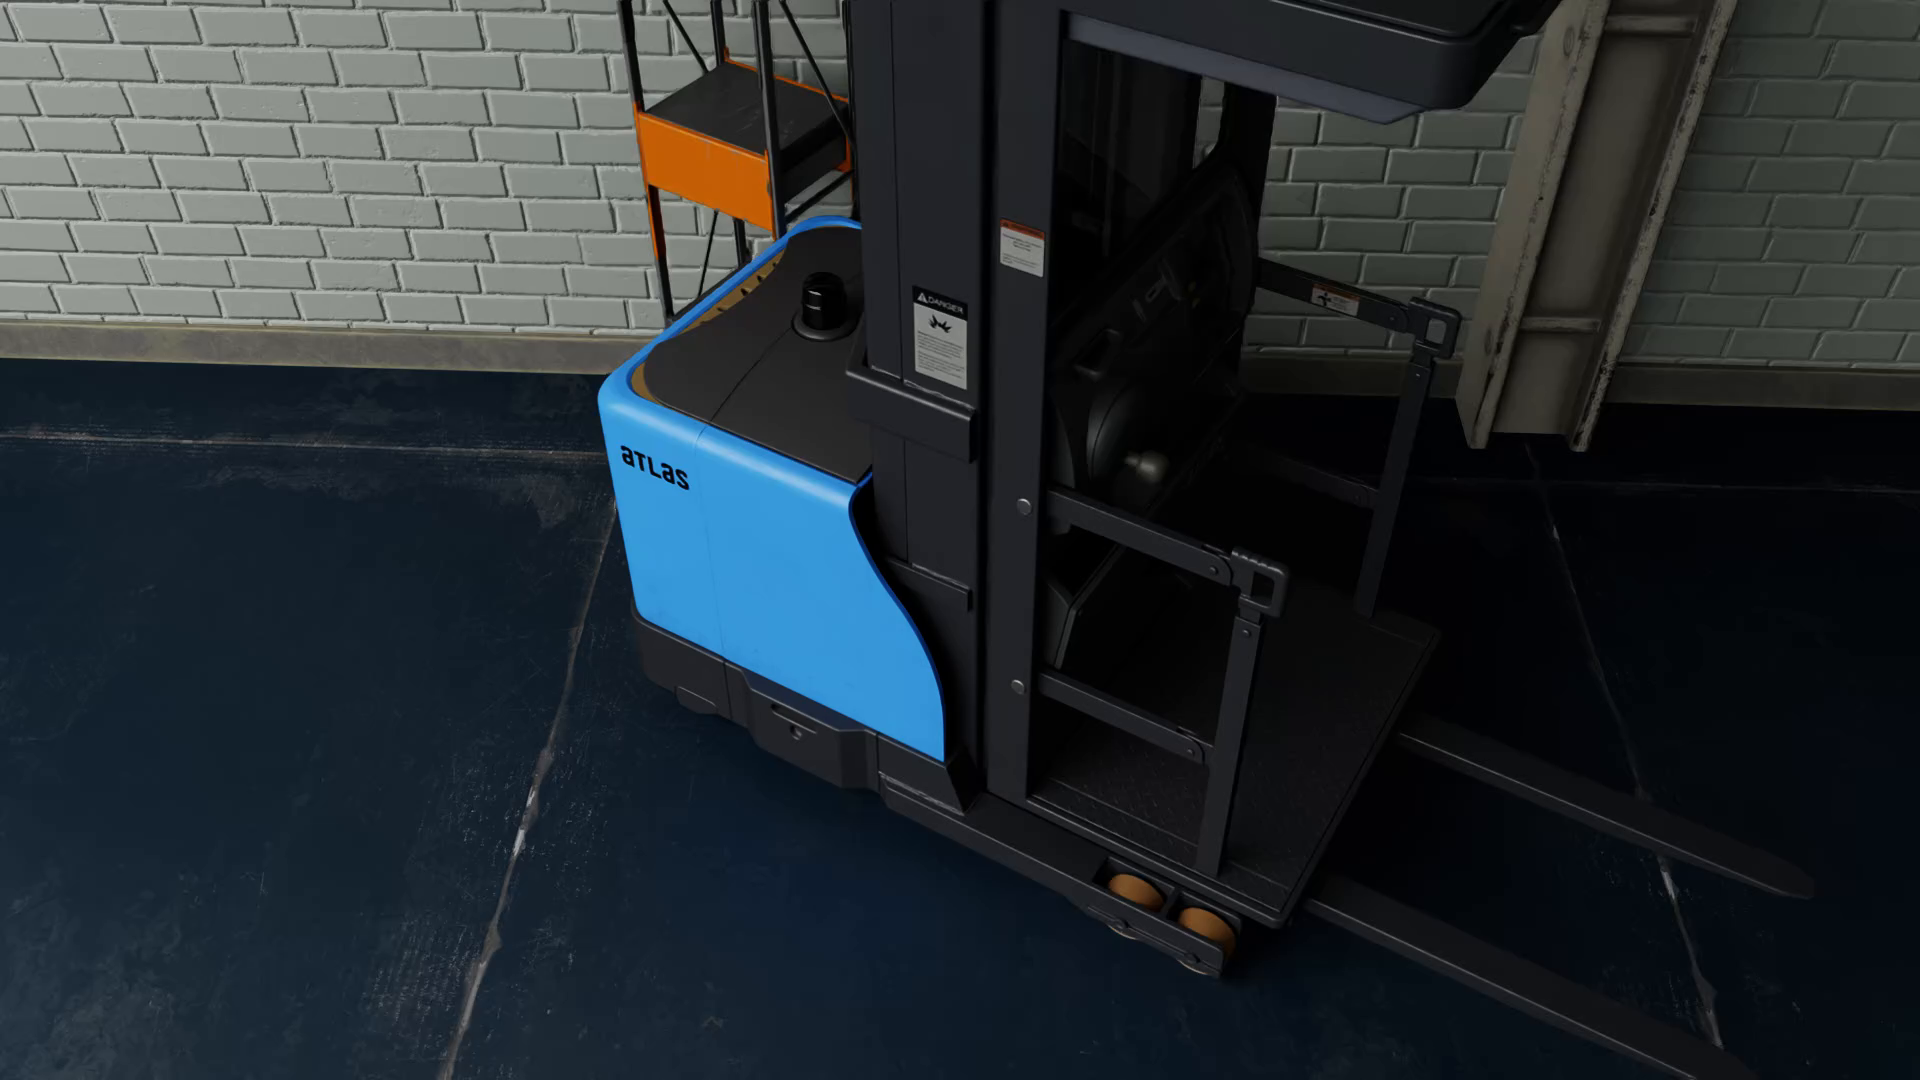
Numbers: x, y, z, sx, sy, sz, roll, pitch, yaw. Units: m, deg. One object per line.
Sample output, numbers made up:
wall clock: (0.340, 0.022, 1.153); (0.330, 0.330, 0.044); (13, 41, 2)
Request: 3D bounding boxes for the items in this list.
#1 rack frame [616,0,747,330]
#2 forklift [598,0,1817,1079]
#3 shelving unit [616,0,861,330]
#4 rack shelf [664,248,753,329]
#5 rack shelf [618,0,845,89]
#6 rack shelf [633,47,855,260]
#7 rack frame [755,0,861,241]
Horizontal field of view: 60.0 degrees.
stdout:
rack frame: (-0.808, -1.165, 4.960); (0.015, 2.100, 0.400); (24, 48, 24)
forklift: (0.612, -0.421, 3.552); (3.031, 2.935, 1.130); (22, 47, 22)
shelving unit: (-0.605, -1.073, 4.861); (0.503, 2.100, 0.431); (24, 48, 24)
rack shelf: (-0.605, -0.551, 5.348); (0.480, 0.518, 0.431); (24, 48, 24)
rack shelf: (-0.605, -1.575, 4.393); (0.480, 0.518, 0.431); (24, 48, 24)
rack shelf: (-0.605, -1.063, 4.870); (0.480, 0.518, 0.431); (24, 48, 24)
rack frame: (-0.401, -0.981, 4.762); (0.015, 2.100, 0.400); (24, 48, 24)
